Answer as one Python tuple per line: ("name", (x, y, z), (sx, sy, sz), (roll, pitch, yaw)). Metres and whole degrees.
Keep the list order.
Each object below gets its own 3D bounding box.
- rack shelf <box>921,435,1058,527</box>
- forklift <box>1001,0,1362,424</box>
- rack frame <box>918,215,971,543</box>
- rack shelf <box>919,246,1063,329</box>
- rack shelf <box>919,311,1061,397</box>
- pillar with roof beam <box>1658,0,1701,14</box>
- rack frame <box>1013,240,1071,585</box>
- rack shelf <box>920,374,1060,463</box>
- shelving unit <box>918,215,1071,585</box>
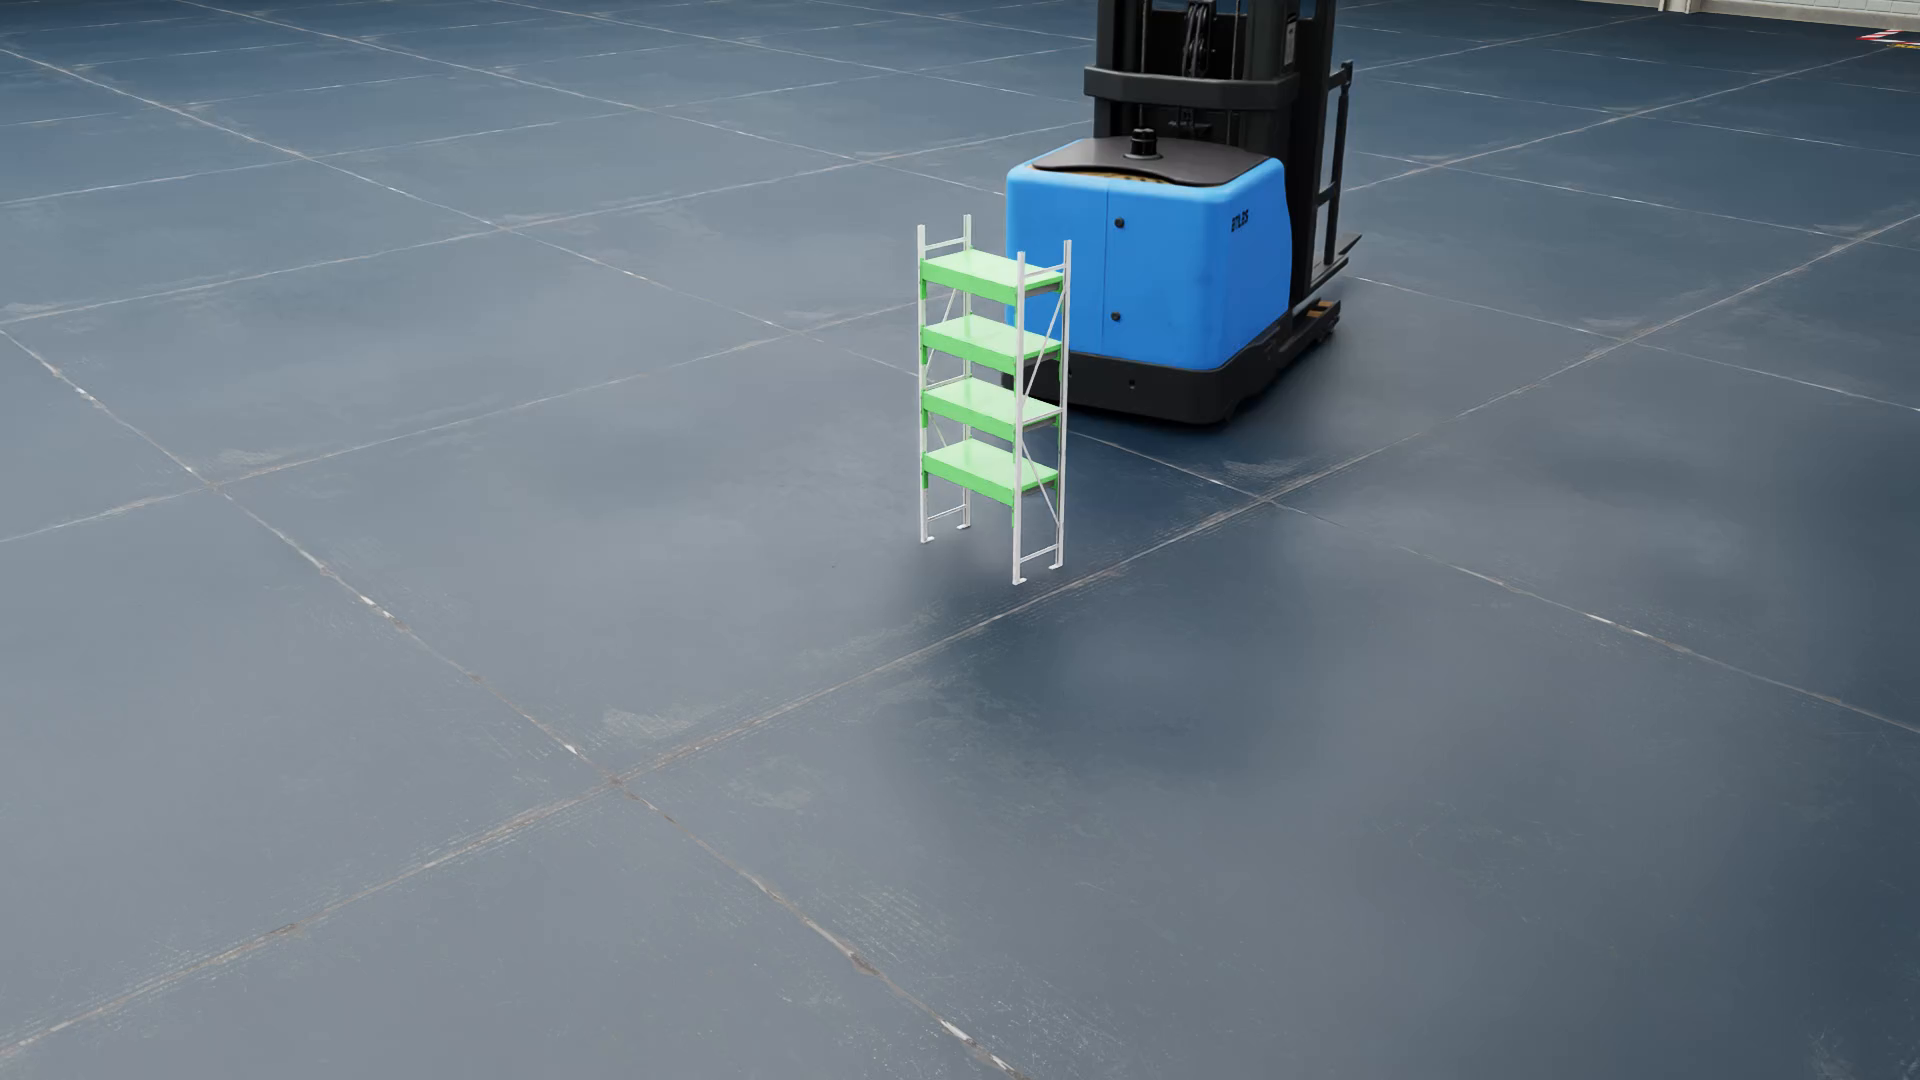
("rack shelf", (0.113, -0.219, 6.017), (0.258, 0.148, 0.480), (-21, 32, -38))
("forklift", (1.315, -2.409, 7.999), (1.130, 2.935, 3.031), (12, 27, 25))
("rack frame", (-0.054, -0.570, 6.053), (0.240, 1.200, 0.015), (-21, 32, -38))
("rack shelf", (0.113, -0.874, 5.718), (0.258, 0.148, 0.480), (-21, 32, -38))
("rack shelf", (0.113, -0.656, 5.818), (0.258, 0.148, 0.480), (-21, 32, -38))
("pillar with roof beam", (5.787, -9.442, 16.104), (9.100, 9.000, 0.400), (-21, 32, -38))
("rack frame", (0.280, -0.422, 5.729), (0.240, 1.200, 0.015), (-21, 32, -38))
("rack shelf", (0.113, -0.438, 5.918), (0.258, 0.148, 0.480), (-21, 32, -38))
("shelving unit", (0.113, -0.496, 5.891), (0.258, 1.200, 0.503), (-21, 32, -38))
